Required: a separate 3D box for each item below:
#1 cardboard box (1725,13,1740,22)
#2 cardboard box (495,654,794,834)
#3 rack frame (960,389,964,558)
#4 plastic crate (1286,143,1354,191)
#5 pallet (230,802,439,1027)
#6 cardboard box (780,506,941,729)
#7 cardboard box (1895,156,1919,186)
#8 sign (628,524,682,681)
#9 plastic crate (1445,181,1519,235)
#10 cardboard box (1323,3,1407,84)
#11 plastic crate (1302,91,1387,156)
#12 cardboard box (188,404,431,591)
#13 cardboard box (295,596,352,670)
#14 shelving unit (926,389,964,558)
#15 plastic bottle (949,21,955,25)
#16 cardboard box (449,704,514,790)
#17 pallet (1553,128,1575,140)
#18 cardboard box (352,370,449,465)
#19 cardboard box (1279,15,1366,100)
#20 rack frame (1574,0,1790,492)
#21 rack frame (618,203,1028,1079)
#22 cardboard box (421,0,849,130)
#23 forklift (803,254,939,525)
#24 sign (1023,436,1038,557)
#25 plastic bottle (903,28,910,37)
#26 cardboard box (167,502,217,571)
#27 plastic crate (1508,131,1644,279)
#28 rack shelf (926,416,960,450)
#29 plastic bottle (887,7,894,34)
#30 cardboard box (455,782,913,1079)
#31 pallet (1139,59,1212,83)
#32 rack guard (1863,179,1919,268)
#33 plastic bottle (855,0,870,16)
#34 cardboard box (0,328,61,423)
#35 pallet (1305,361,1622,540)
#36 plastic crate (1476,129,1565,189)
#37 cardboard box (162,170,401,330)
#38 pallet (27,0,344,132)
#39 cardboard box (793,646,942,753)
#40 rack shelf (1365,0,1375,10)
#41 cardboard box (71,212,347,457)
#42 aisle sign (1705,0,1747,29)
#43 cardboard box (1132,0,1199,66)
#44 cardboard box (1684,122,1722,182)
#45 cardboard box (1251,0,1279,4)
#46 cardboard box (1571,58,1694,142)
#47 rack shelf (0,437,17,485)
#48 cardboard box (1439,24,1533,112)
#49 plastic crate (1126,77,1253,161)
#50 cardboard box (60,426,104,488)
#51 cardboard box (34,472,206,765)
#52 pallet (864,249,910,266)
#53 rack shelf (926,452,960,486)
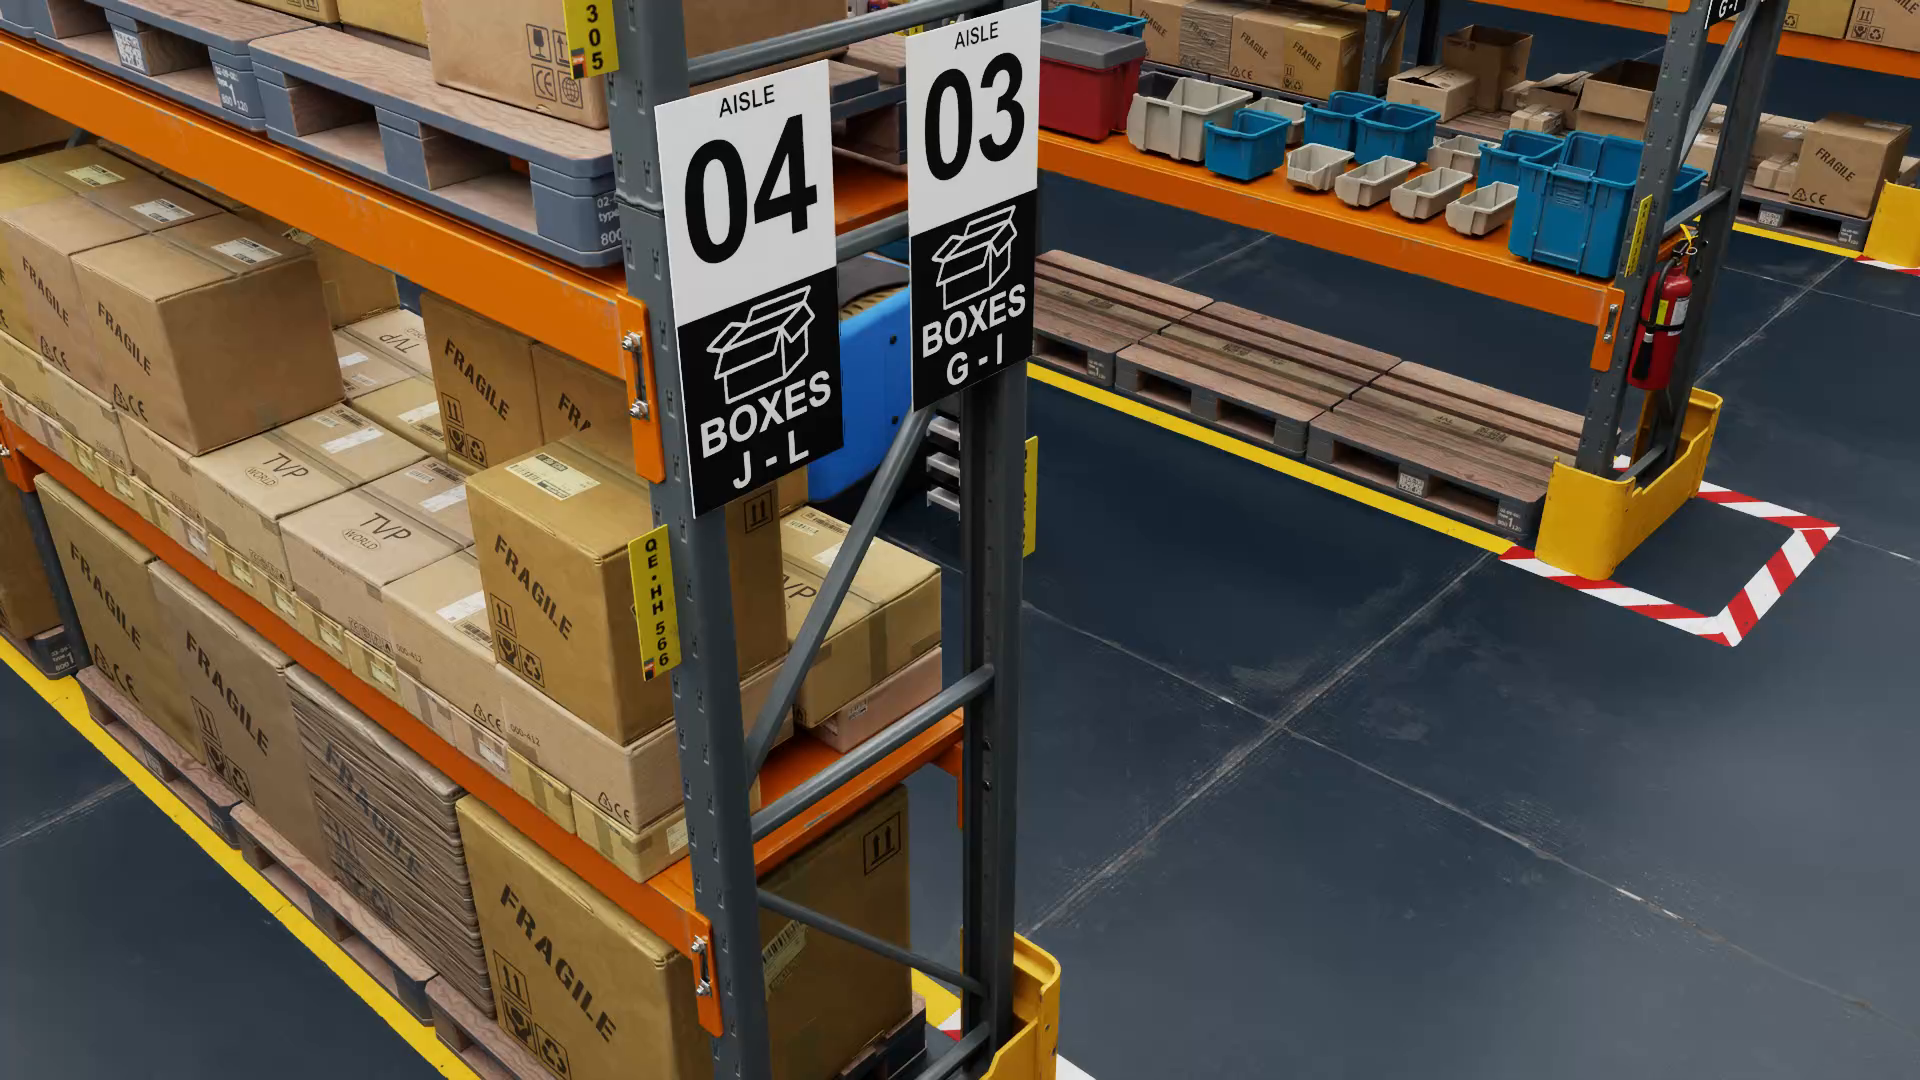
[{"bbox_3d":[5.159,-3.713,10.912,0.500,0.500,0.500,25,39,35],"label":"cardboard box"},{"bbox_3d":[-0.761,0.391,4.049,0.500,0.250,0.500,24,39,34],"label":"cardboard box"},{"bbox_3d":[0.081,-0.348,7.455,0.006,0.900,0.240,25,39,35],"label":"rack frame"},{"bbox_3d":[1.714,-1.787,8.008,0.250,0.136,0.298,25,39,35],"label":"plastic crate"},{"bbox_3d":[-1.769,1.046,5.807,1.213,0.211,1.003,25,39,35],"label":"pallet"},{"bbox_3d":[-0.398,0.188,4.386,0.500,0.250,0.500,24,38,34],"label":"cardboard box"},{"bbox_3d":[6.347,-2.510,11.348,0.250,0.149,0.380,25,39,35],"label":"cardboard box"},{"bbox_3d":[-0.598,0.126,3.280,0.005,0.325,0.100,25,39,35],"label":"sign"},{"bbox_3d":[2.374,-1.499,7.529,0.243,0.136,0.396,25,39,35],"label":"plastic crate"},{"bbox_3d":[3.266,-4.029,13.531,0.500,0.500,0.500,23,38,33],"label":"cardboard box"},{"bbox_3d":[1.939,-2.098,8.431,0.300,0.233,0.416,25,39,35],"label":"plastic crate"},{"bbox_3d":[-1.903,-0.139,4.930,0.500,0.250,0.500,25,39,35],"label":"cardboard box"},{"bbox_3d":[-1.659,0.189,4.772,0.250,0.149,0.380,25,39,35],"label":"cardboard box"},{"bbox_3d":[0.006,-0.383,7.513,0.210,0.900,0.258,25,39,35],"label":"shelving unit"},{"bbox_3d":[-0.048,-3.042,10.087,0.097,0.201,0.097,0,31,0],"label":"plastic bottle"},{"bbox_3d":[-1.088,0.454,4.331,0.250,0.149,0.380,25,39,35],"label":"cardboard box"},{"bbox_3d":[4.879,-2.795,12.189,1.213,0.211,1.003,25,39,35],"label":"pallet"},{"bbox_3d":[-1.548,-0.343,5.269,0.500,0.250,0.500,24,39,34],"label":"cardboard box"},{"bbox_3d":[2.903,-3.829,13.200,0.500,0.500,0.500,25,39,35],"label":"cardboard box"},{"bbox_3d":[3.100,-1.373,7.123,0.127,3.000,1.000,25,39,35],"label":"rack frame"},{"bbox_3d":[-0.223,0.521,3.977,0.127,3.000,1.000,25,39,35],"label":"rack frame"},{"bbox_3d":[-0.645,-1.189,3.308,0.500,0.500,0.700,22,38,32],"label":"cardboard box"},{"bbox_3d":[-1.576,-1.801,7.899,3.031,2.935,1.130,20,36,29],"label":"forklift"},{"bbox_3d":[0.154,-0.094,4.082,0.005,0.325,0.100,25,39,35],"label":"sign"},{"bbox_3d":[-0.294,-3.051,10.102,0.097,0.201,0.097,0,31,0],"label":"plastic bottle"},{"bbox_3d":[-2.232,-0.078,5.215,0.250,0.149,0.380,26,39,36],"label":"cardboard box"},{"bbox_3d":[2.727,-1.459,7.172,0.499,0.435,0.616,25,39,35],"label":"plastic crate"},{"bbox_3d":[0.006,-0.508,7.438,0.200,0.077,0.258,25,39,35],"label":"rack shelf"},{"bbox_3d":[-0.436,-3.223,10.388,0.097,0.201,0.097,0,31,0],"label":"plastic bottle"},{"bbox_3d":[-0.751,1.060,4.734,0.875,0.875,0.875,25,39,35],"label":"cardboard box"},{"bbox_3d":[1.924,-4.145,14.431,1.213,0.211,1.003,25,39,35],"label":"pallet"},{"bbox_3d":[6.371,-2.222,10.956,0.348,0.500,1.175,25,39,35],"label":"rack guard"},{"bbox_3d":[-0.639,-3.331,10.495,0.135,0.276,0.152,25,39,35],"label":"plastic bottle"},{"bbox_3d":[-3.016,-0.664,5.802,0.500,0.250,0.500,24,39,34],"label":"cardboard box"},{"bbox_3d":[2.515,-0.479,8.341,1.213,0.211,1.003,25,39,35],"label":"pallet"},{"bbox_3d":[2.650,-1.766,7.880,0.300,0.233,0.416,25,39,35],"label":"plastic crate"},{"bbox_3d":[-2.300,-1.016,5.660,0.500,0.500,0.500,25,39,36],"label":"cardboard box"},{"bbox_3d":[-1.689,-1.401,4.347,1.213,0.211,1.003,25,39,35],"label":"pallet"},{"bbox_3d":[-0.265,0.379,4.455,0.250,0.149,0.380,26,39,36],"label":"cardboard box"},{"bbox_3d":[1.978,-5.034,13.902,4.000,0.370,1.077,25,39,35],"label":"rack shelf"},{"bbox_3d":[-2.257,-0.633,5.023,0.500,0.500,0.500,24,38,34],"label":"cardboard box"},{"bbox_3d":[2.957,-2.350,6.225,0.004,0.787,0.394,25,39,35],"label":"aisle sign"},{"bbox_3d":[1.792,-4.352,14.069,0.500,0.500,0.500,24,38,34],"label":"cardboard box"},{"bbox_3d":[5.174,-2.711,11.584,0.500,0.250,0.500,25,39,35],"label":"cardboard box"},{"bbox_3d":[2.525,-4.696,13.912,0.500,0.250,0.500,25,39,35],"label":"cardboard box"},{"bbox_3d":[4.858,-3.121,12.020,0.637,0.503,0.797,25,39,35],"label":"cardboard box"},{"bbox_3d":[-4.672,-1.248,7.612,4.000,0.370,1.077,25,39,35],"label":"rack shelf"},{"bbox_3d":[4.074,-3.679,12.951,0.500,0.500,0.500,25,39,35],"label":"cardboard box"},{"bbox_3d":[1.143,-2.134,8.443,0.530,0.282,0.437,25,39,35],"label":"plastic crate"},{"bbox_3d":[-2.802,-0.345,5.658,0.250,0.149,0.380,27,40,37],"label":"cardboard box"},{"bbox_3d":[-2.753,0.126,6.286,0.875,0.875,0.875,25,39,35],"label":"cardboard box"},{"bbox_3d":[-0.410,-1.846,10.612,1.213,0.211,1.003,25,39,35],"label":"pallet"},{"bbox_3d":[0.006,-0.354,7.530,0.200,0.077,0.258,25,39,35],"label":"rack shelf"}]
